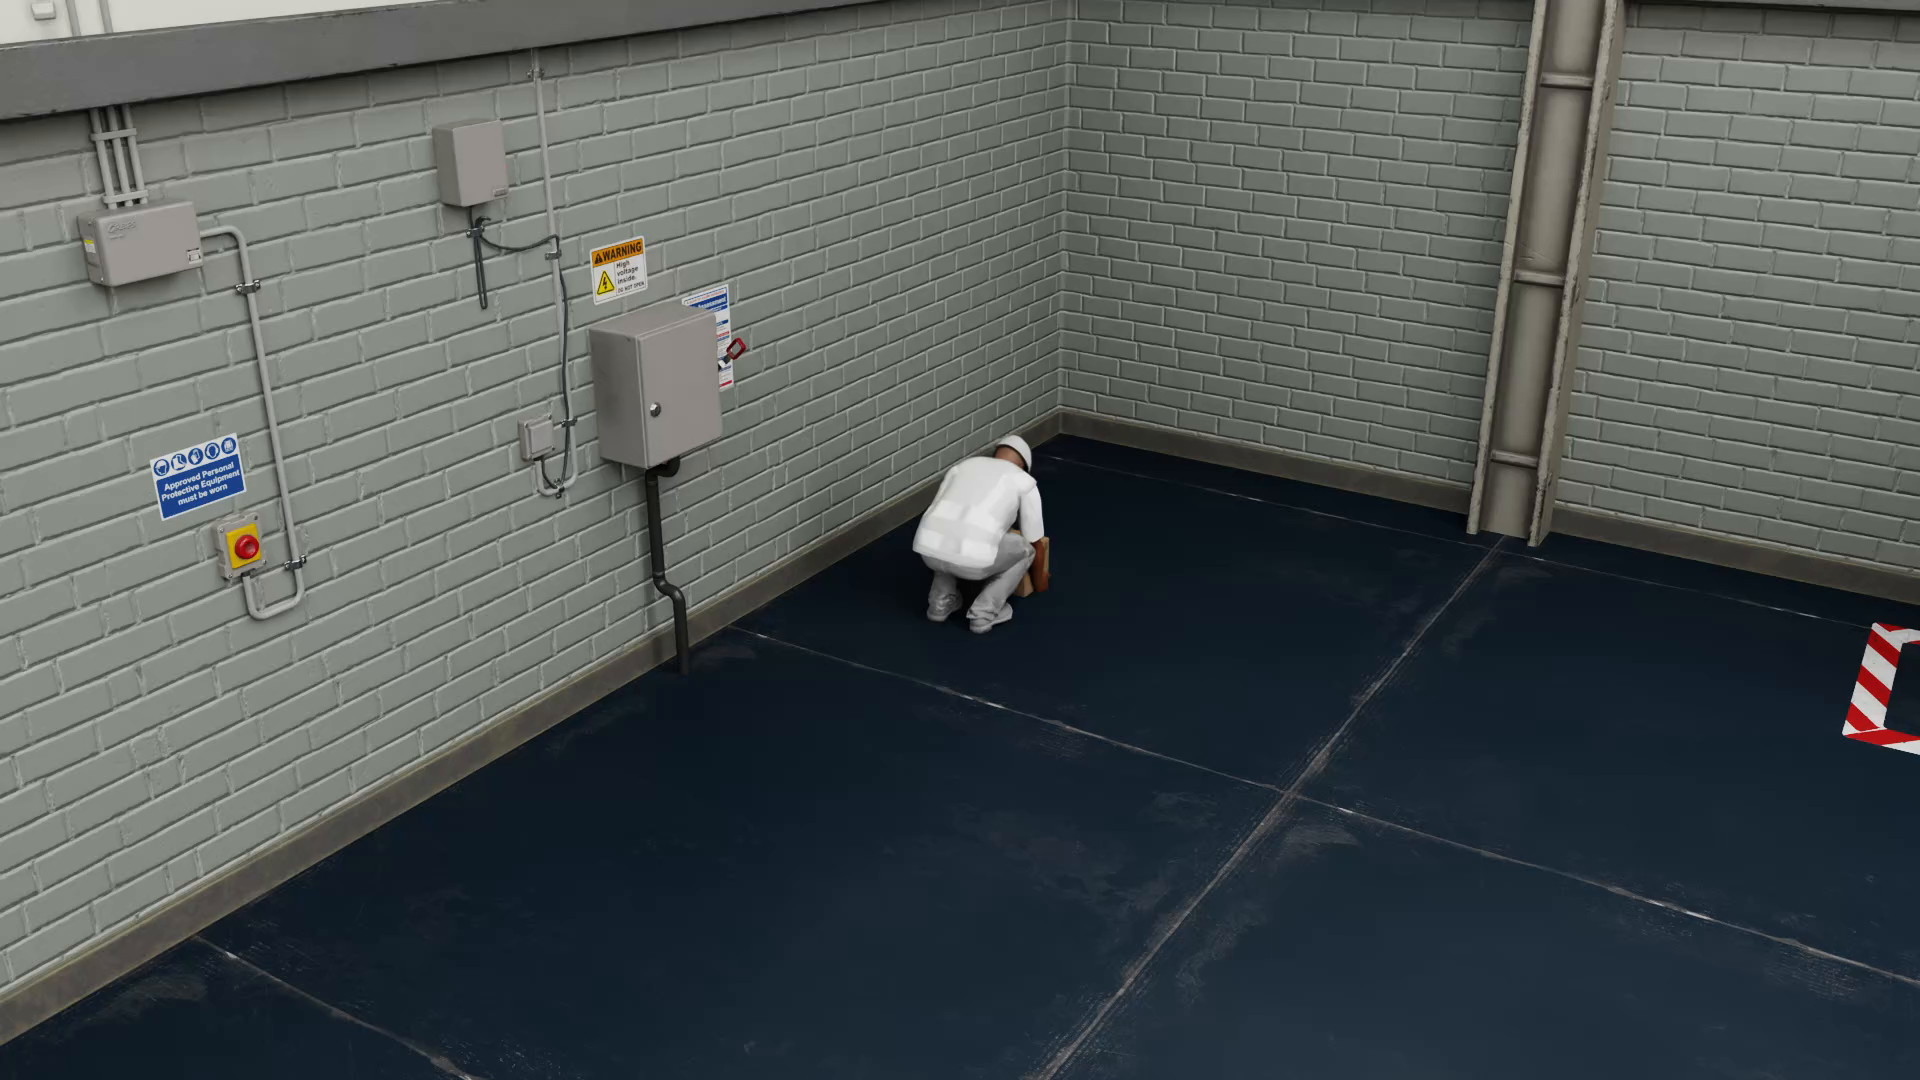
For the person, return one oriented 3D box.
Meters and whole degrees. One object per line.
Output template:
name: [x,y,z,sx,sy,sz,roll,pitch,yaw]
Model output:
person: [0.107,-0.003,8.408,0.535,0.873,0.939,13,26,28]
